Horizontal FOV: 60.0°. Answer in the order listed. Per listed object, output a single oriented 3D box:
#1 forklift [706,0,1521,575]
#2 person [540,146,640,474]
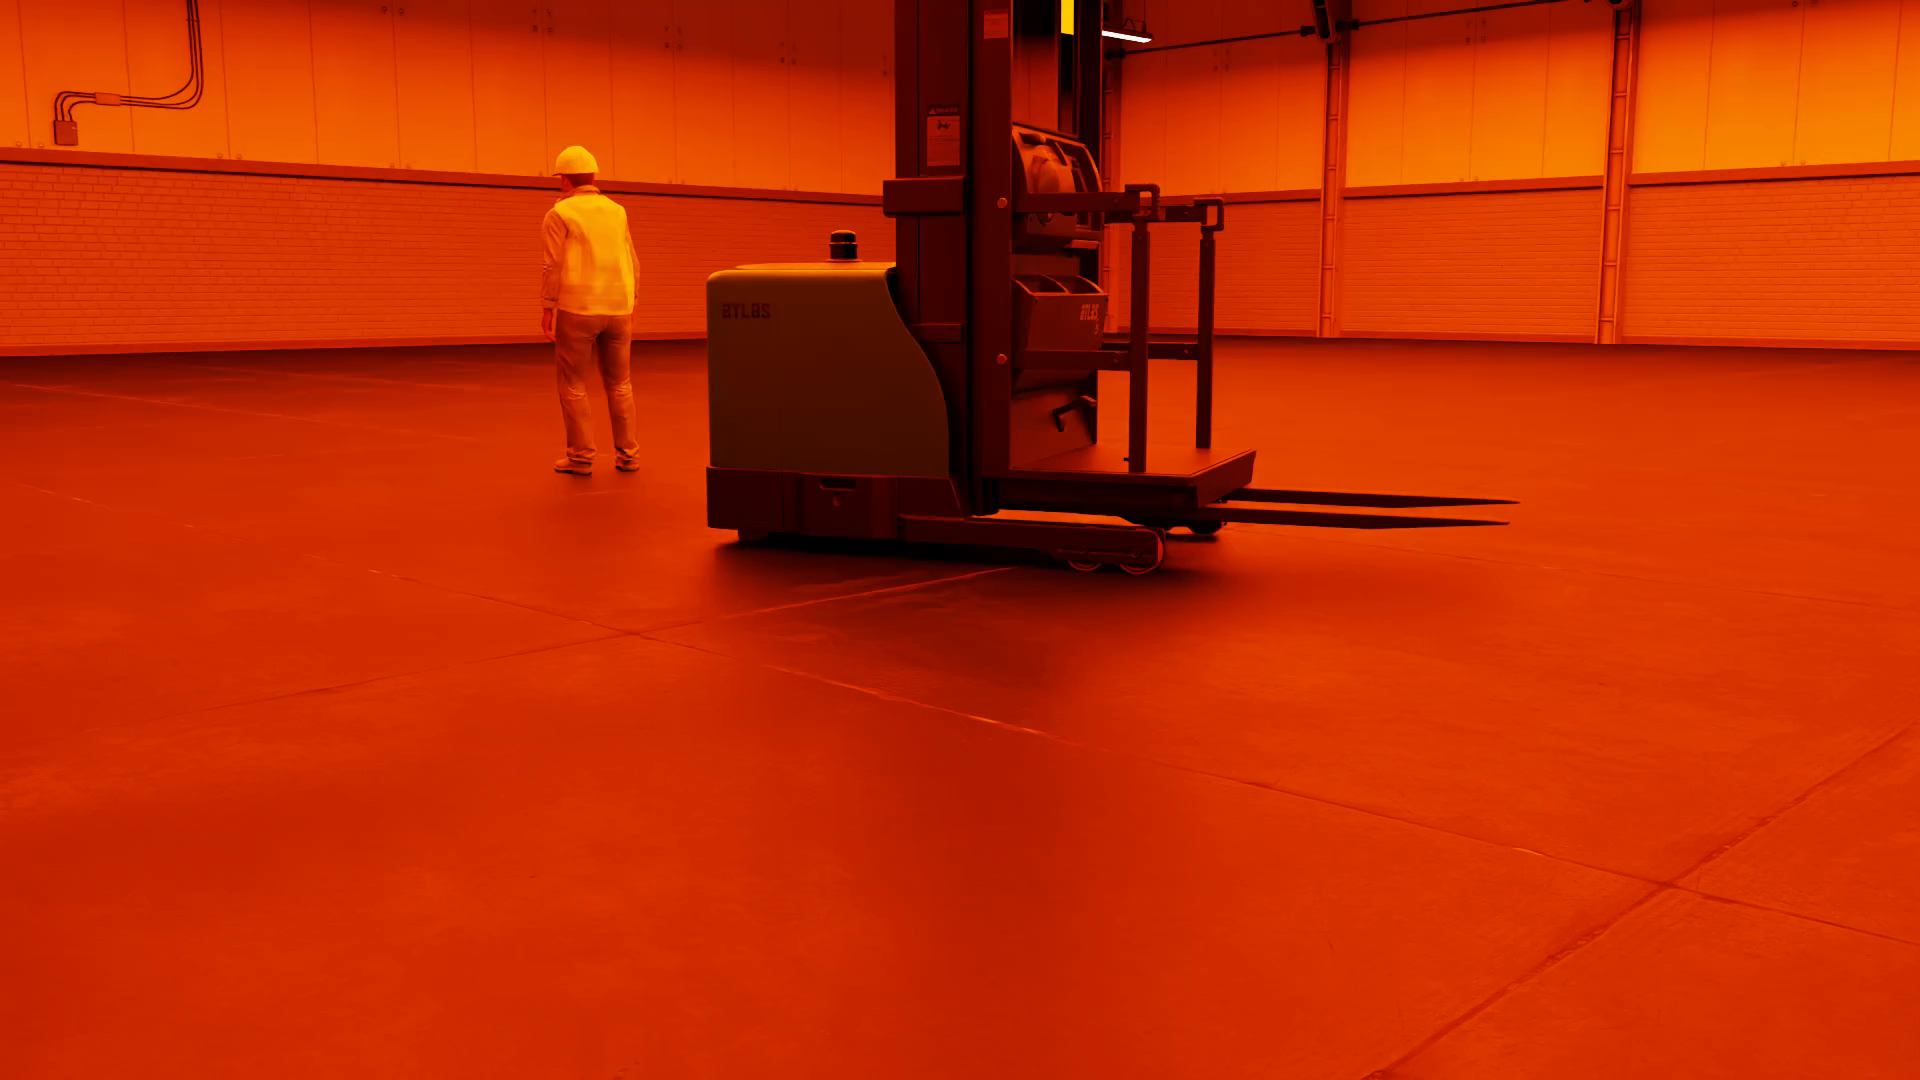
[{"bbox_3d":[0.565,-1.416,6.275,3.031,2.935,1.130,3,9,22],"label":"forklift"},{"bbox_3d":[-2.028,-1.258,9.129,0.590,1.770,0.465,-7,11,-39],"label":"person"}]
